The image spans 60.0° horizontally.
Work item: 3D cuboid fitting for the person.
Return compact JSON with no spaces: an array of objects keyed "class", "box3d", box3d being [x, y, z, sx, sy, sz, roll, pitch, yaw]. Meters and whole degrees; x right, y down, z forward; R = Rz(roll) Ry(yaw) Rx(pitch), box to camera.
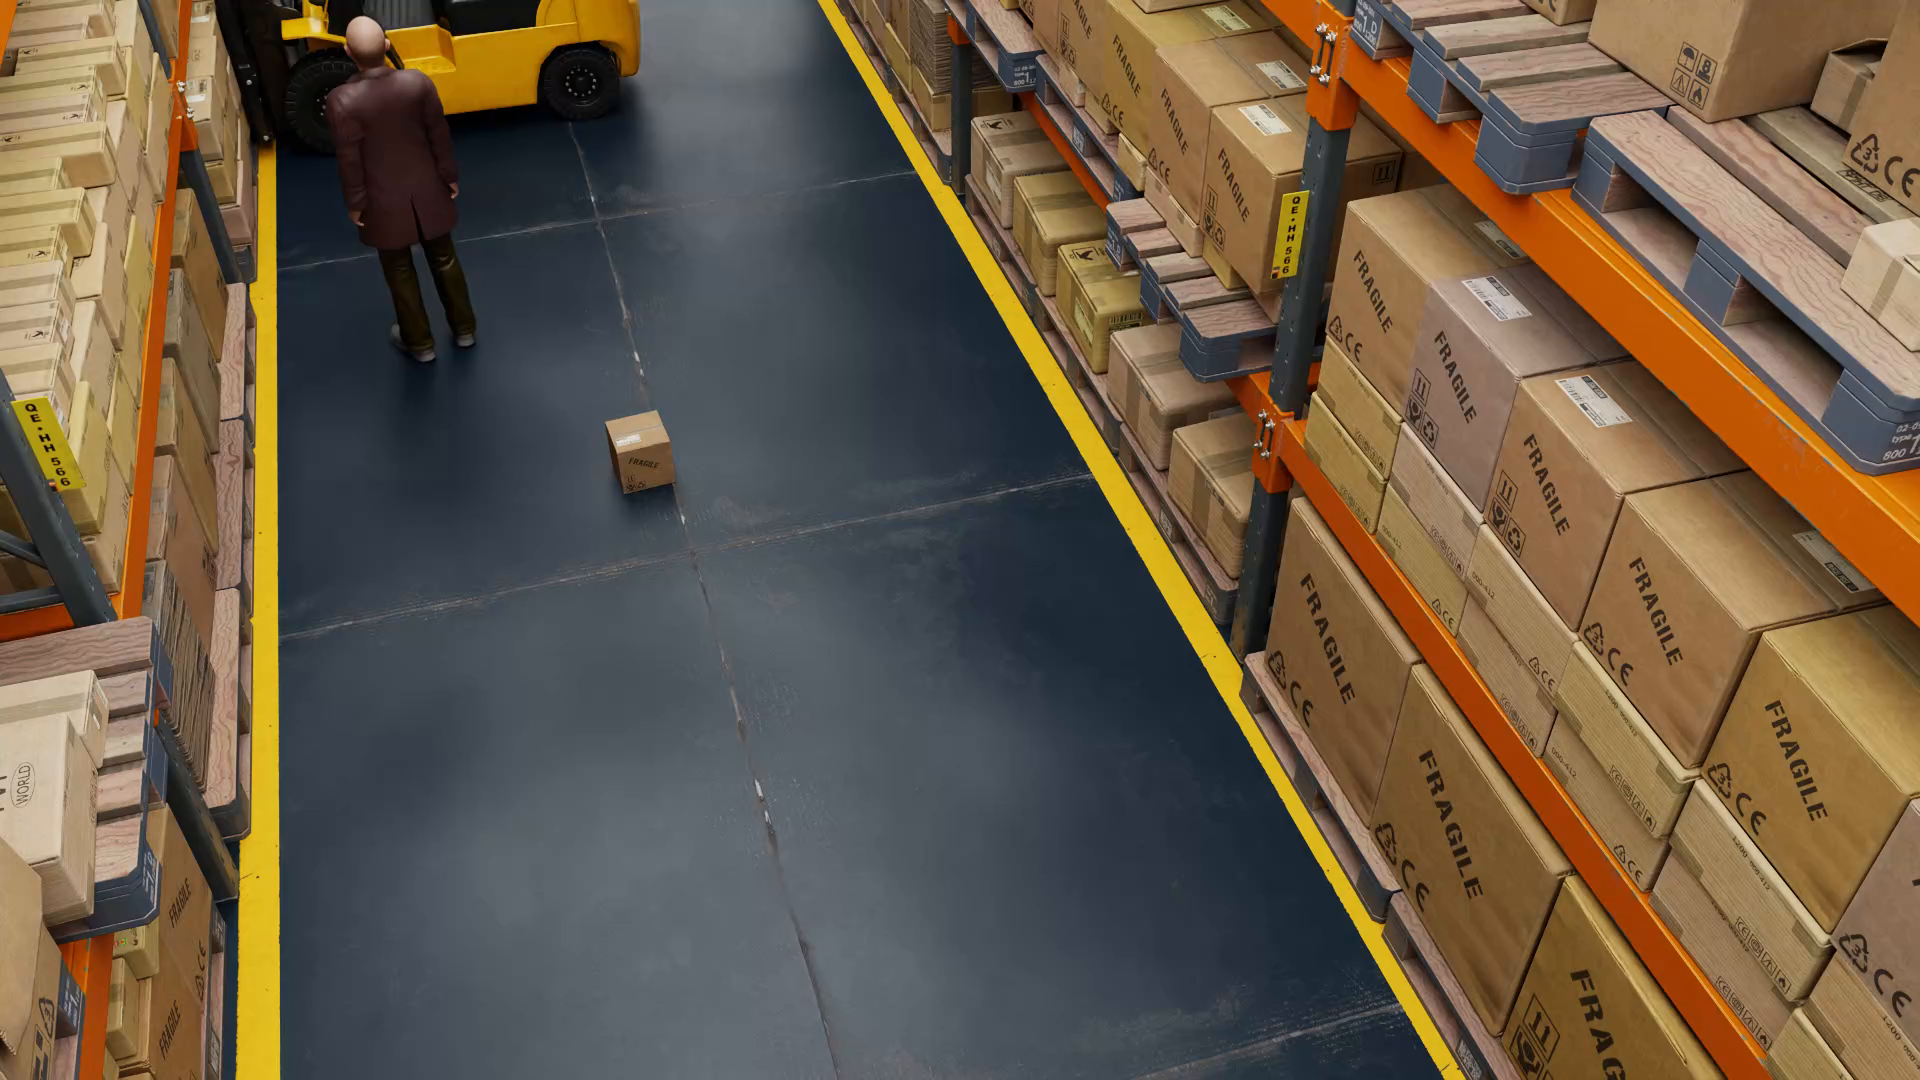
[{"class":"person","box3d":[-2.726,-1.708,8.085,0.566,1.785,0.396,-24,47,-24]}]
